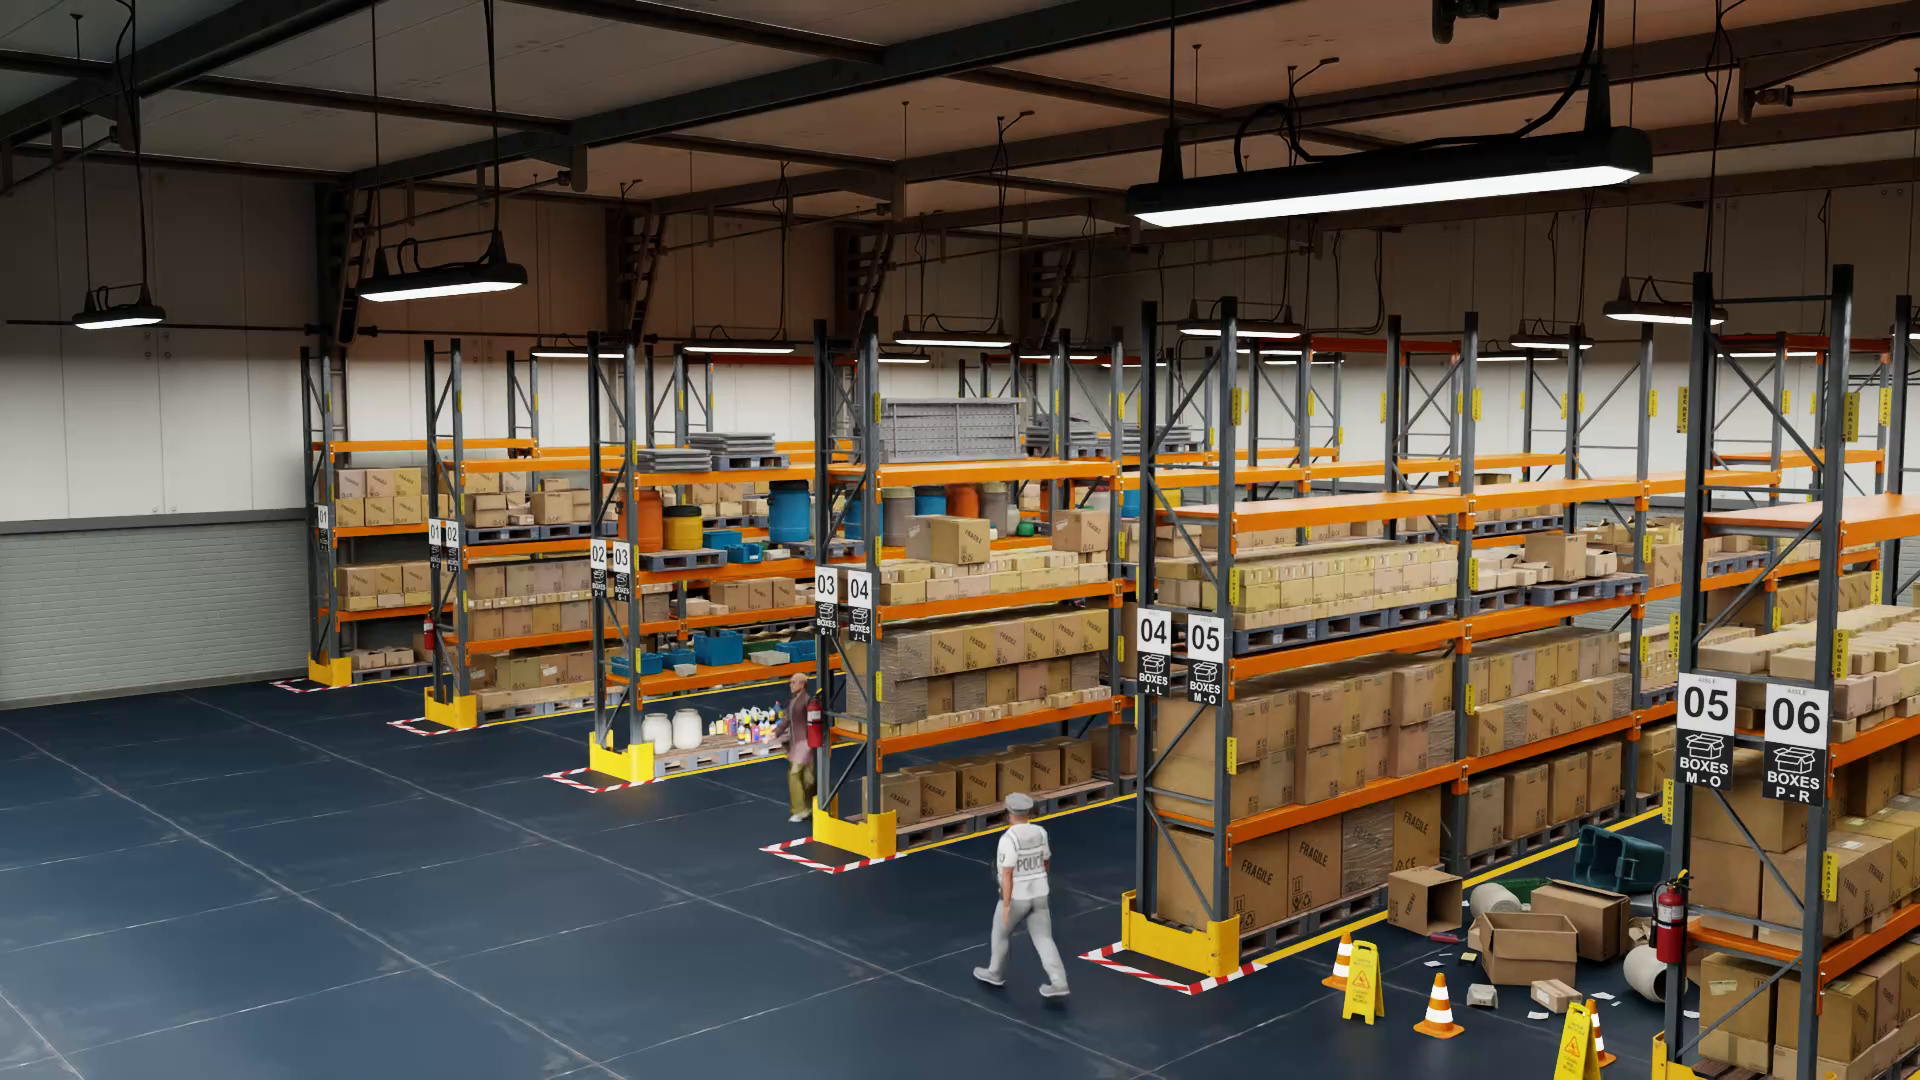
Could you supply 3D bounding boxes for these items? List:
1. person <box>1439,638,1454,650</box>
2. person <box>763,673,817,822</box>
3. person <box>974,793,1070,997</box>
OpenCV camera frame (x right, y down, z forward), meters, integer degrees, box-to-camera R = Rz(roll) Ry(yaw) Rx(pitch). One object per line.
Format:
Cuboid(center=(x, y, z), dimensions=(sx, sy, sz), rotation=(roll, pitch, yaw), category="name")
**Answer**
Cuboid(center=(7.244, 2.202, 24.535), dimensions=(0.924, 1.666, 0.612), rotation=(-5, 7, -45), category="person")
Cuboid(center=(-1.997, 2.554, 20.247), dimensions=(0.750, 1.870, 0.622), rotation=(-2, 5, -22), category="person")
Cuboid(center=(0.549, 3.042, 14.305), dimensions=(0.582, 1.716, 1.062), rotation=(-4, 6, -36), category="person")
